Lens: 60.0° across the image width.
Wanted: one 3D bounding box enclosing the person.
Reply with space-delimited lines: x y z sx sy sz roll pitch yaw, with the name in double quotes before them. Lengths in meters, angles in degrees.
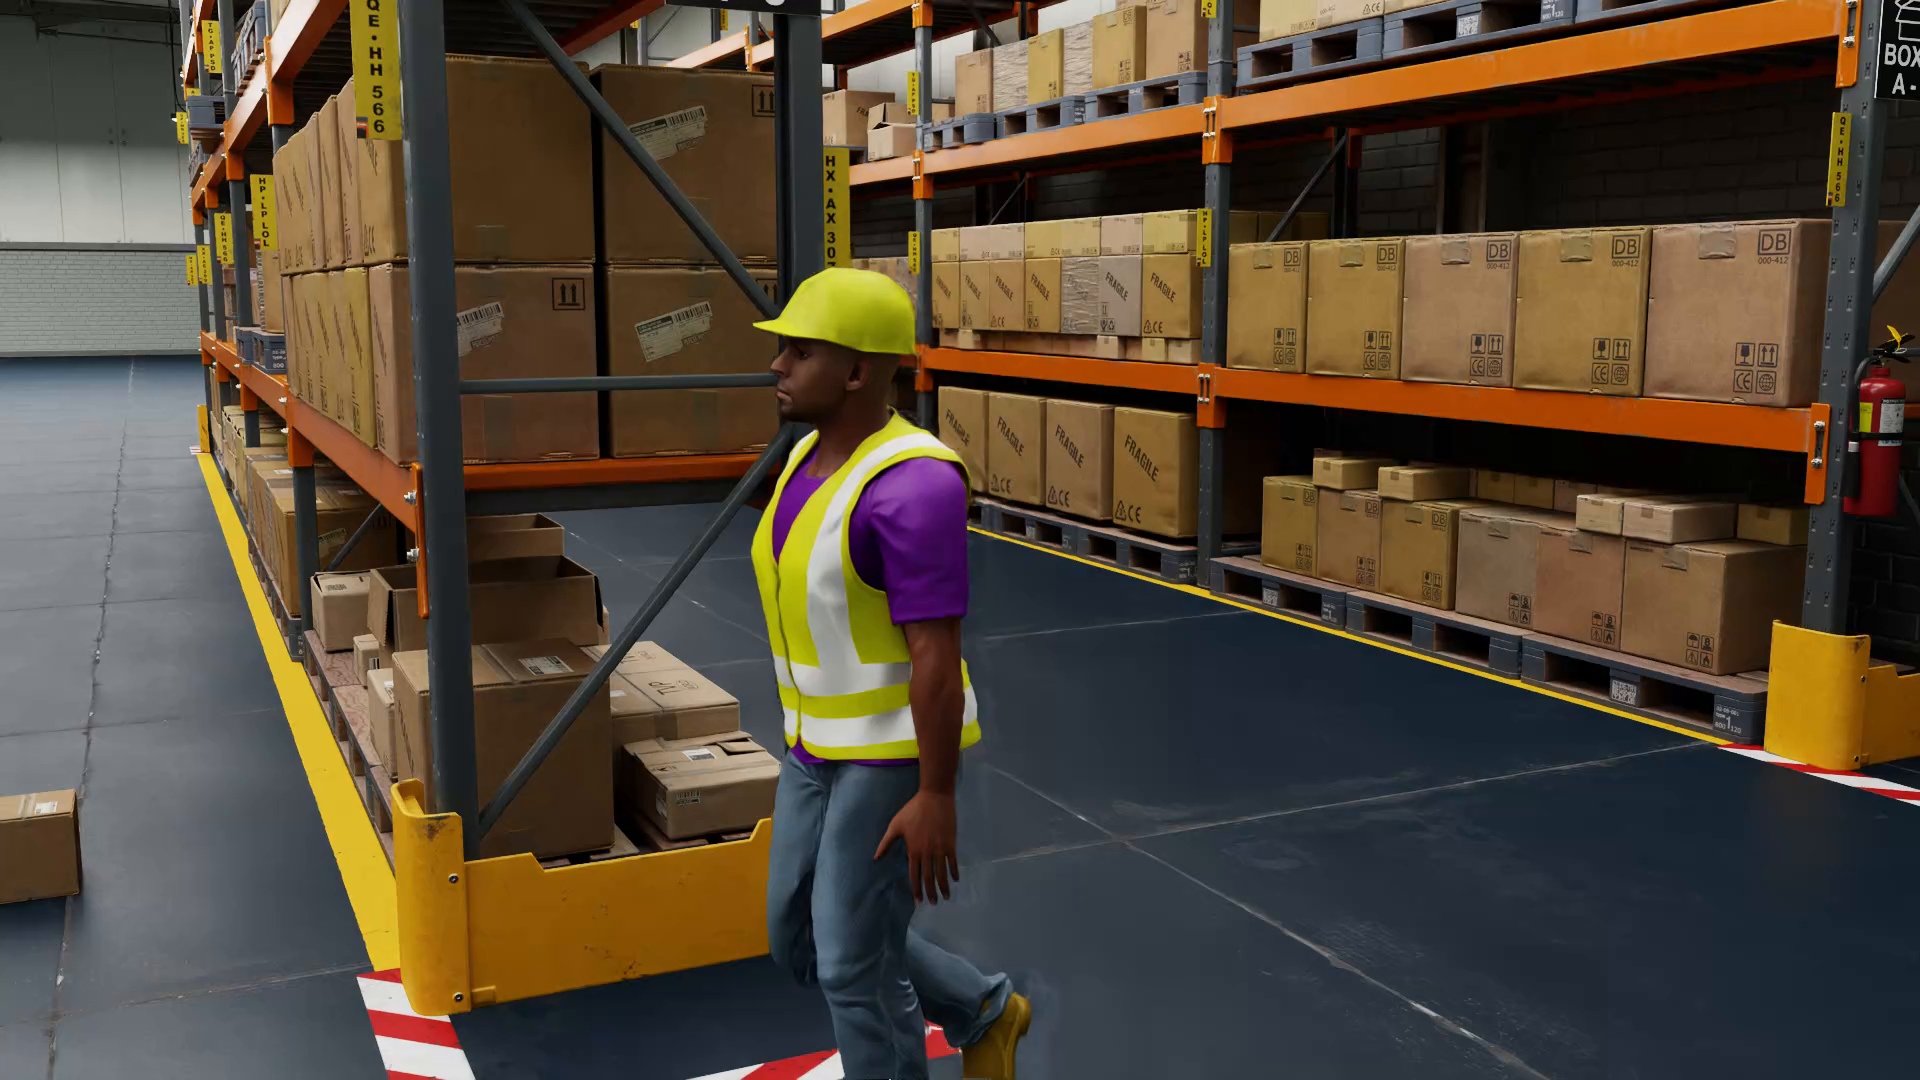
"person" -0.106 0.380 3.098 0.618 1.752 0.634 -4 10 -27
